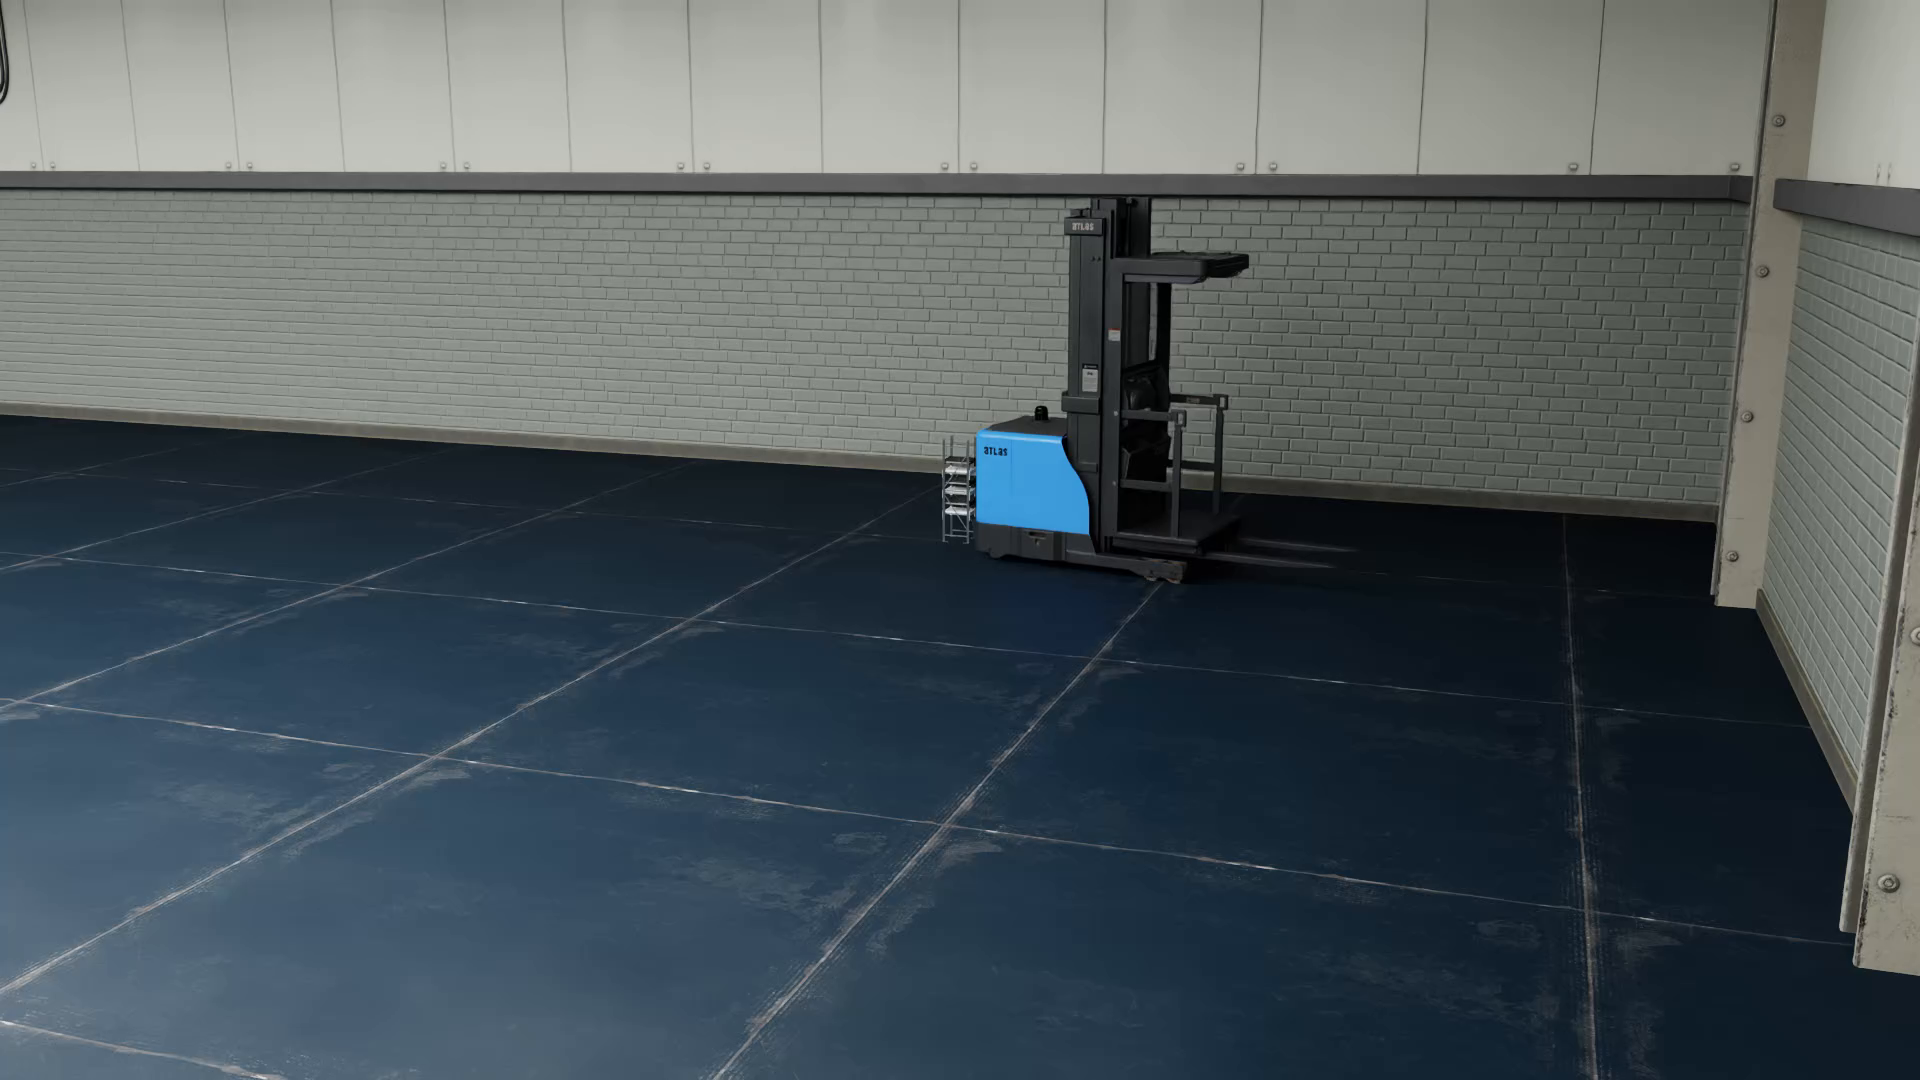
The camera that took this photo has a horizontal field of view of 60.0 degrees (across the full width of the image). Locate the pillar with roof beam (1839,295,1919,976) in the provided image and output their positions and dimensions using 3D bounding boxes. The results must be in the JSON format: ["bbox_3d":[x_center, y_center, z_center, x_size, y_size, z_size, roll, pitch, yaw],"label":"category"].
[{"bbox_3d":[-0.194,-2.978,7.311,9.100,9.000,0.400,4,14,18],"label":"pillar with roof beam"}]

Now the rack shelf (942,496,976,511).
[{"bbox_3d":[-0.003,-0.317,14.408,0.258,0.077,0.200,4,14,18],"label":"rack shelf"}]

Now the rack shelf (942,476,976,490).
[{"bbox_3d":[-0.003,-0.492,14.368,0.258,0.077,0.200,4,14,18],"label":"rack shelf"}]

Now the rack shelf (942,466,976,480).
[{"bbox_3d":[-0.003,-0.580,14.348,0.258,0.077,0.200,4,14,18],"label":"rack shelf"}]

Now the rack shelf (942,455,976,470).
[{"bbox_3d":[-0.003,-0.668,14.328,0.258,0.077,0.200,4,14,18],"label":"rack shelf"}]

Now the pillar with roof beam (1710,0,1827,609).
[{"bbox_3d":[1.748,-4.241,12.846,9.100,9.000,0.400,4,14,18],"label":"pillar with roof beam"}]

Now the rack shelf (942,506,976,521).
[{"bbox_3d":[-0.003,-0.229,14.428,0.258,0.077,0.200,4,14,18],"label":"rack shelf"}]

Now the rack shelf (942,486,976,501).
[{"bbox_3d":[-0.003,-0.405,14.388,0.258,0.077,0.200,4,14,18],"label":"rack shelf"}]

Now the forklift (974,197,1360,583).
[{"bbox_3d":[1.668,-1.224,13.263,3.031,2.935,1.130,7,14,27],"label":"forklift"}]

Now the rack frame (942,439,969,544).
[{"bbox_3d":[-0.036,-0.416,14.287,0.240,0.900,0.006,4,14,18],"label":"rack frame"}]

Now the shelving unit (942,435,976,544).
[{"bbox_3d":[-0.003,-0.437,14.380,0.258,0.900,0.210,4,14,18],"label":"shelving unit"}]

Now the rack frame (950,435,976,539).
[{"bbox_3d":[0.030,-0.458,14.474,0.240,0.900,0.006,4,14,18],"label":"rack frame"}]

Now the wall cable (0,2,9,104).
[{"bbox_3d":[-12.802,-7.695,20.337,2.305,6.003,0.169,4,14,18],"label":"wall cable"}]
